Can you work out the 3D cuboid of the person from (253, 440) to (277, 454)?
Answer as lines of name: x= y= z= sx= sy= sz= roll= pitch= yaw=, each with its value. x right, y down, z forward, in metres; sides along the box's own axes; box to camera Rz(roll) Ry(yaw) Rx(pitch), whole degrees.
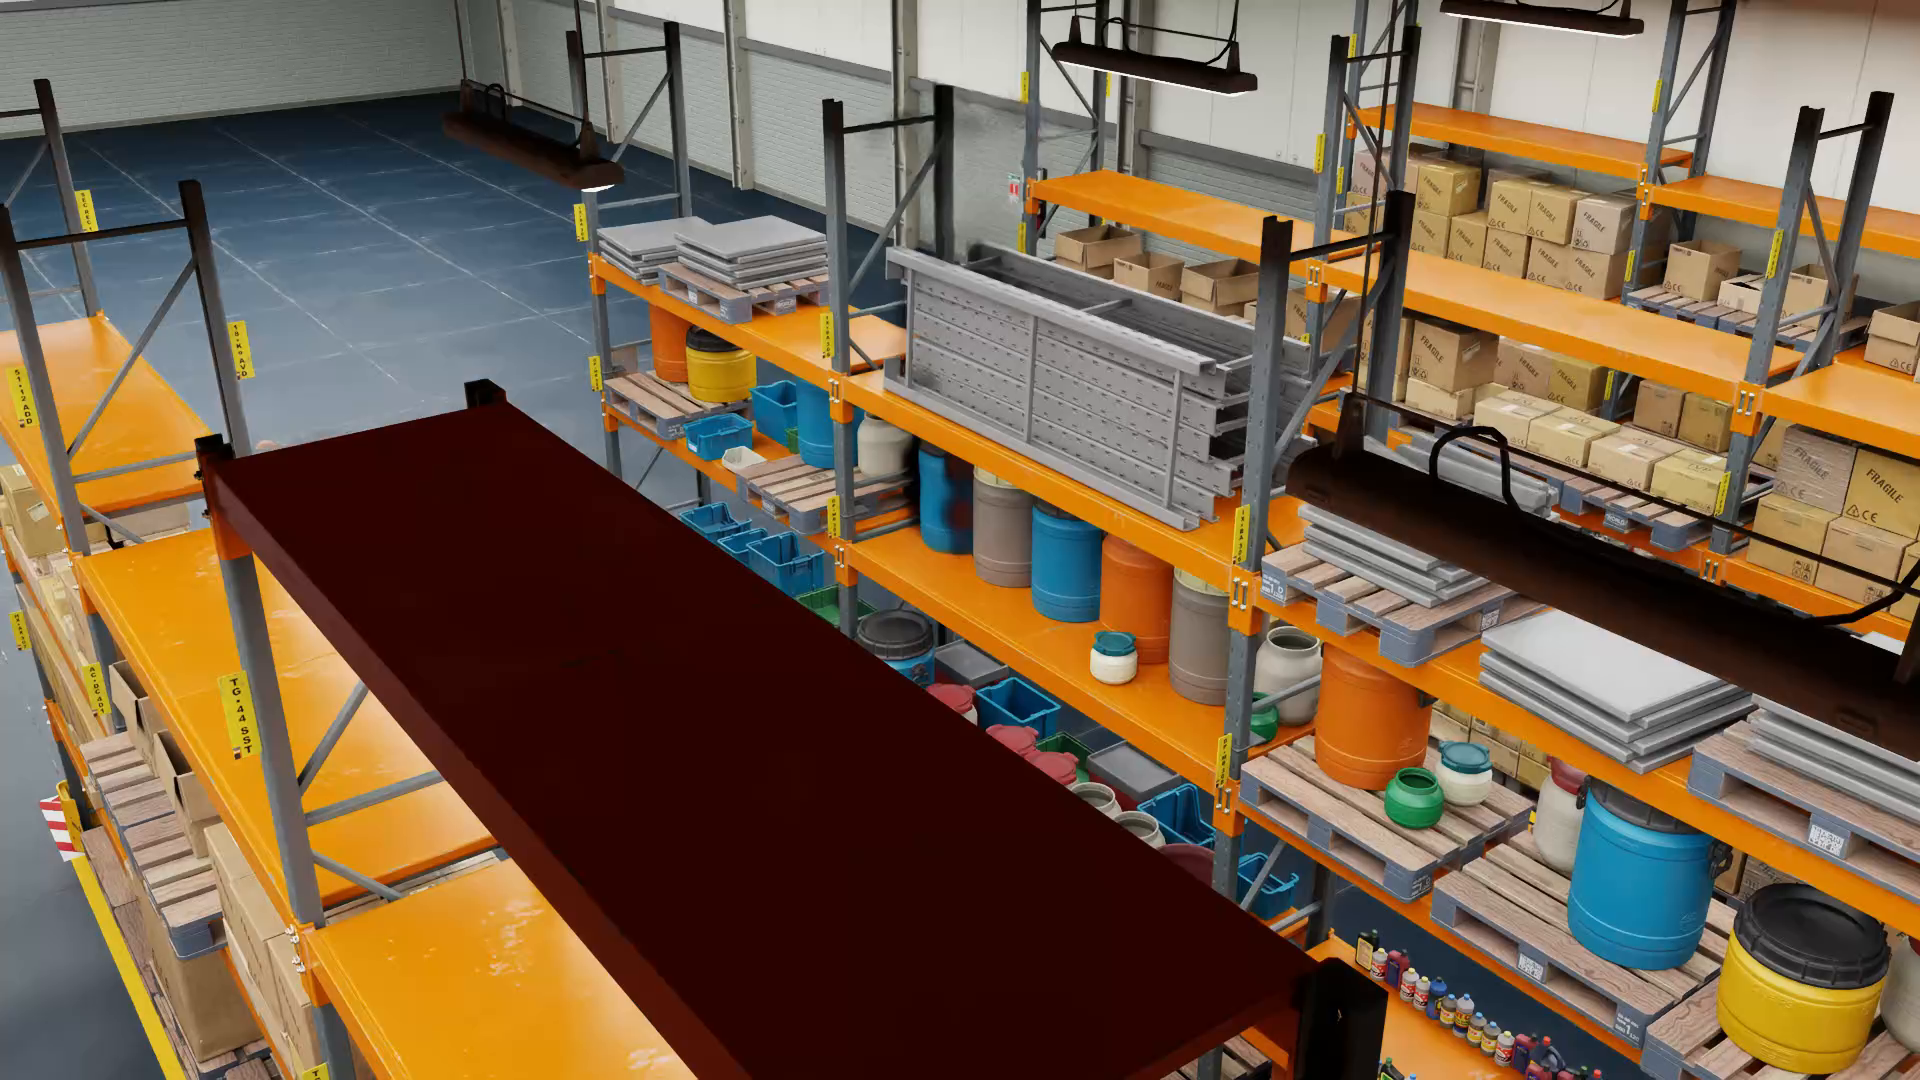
person: x=-7.169 y=-0.228 z=17.432 sx=0.635 sy=1.735 sz=0.708 roll=-6 pitch=25 yaw=-12

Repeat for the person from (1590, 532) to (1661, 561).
person: x=6.401 y=0.366 z=16.044 sx=0.649 sy=1.828 sz=0.774 roll=-20 pitch=32 yaw=-37
